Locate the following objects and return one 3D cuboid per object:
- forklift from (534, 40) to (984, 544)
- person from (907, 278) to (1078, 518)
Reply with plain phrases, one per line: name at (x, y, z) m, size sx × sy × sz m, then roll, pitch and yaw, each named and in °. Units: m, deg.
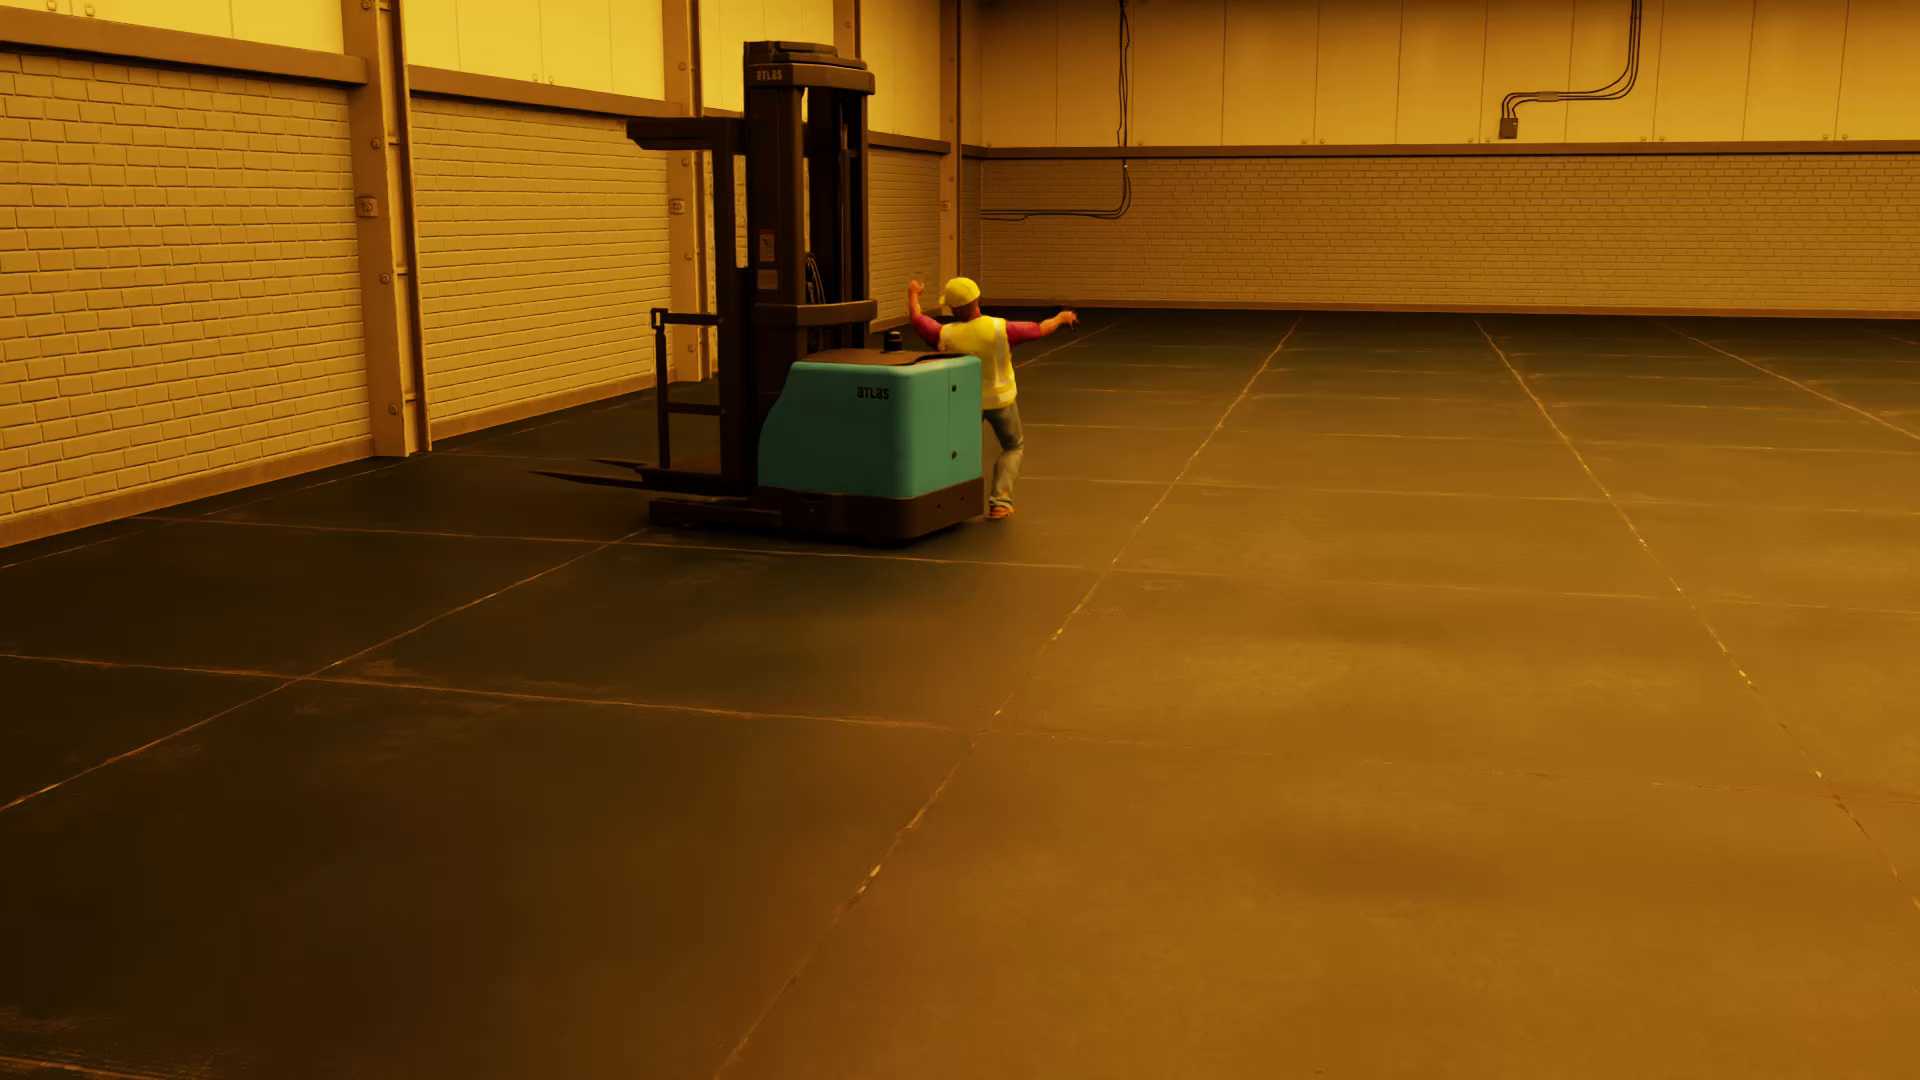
forklift at (-1.391, -1.596, 10.568) m, size 3.031 × 2.935 × 1.130 m, roll 6°, pitch 13°, yaw 28°
person at (0.191, -0.901, 10.726) m, size 1.120 × 1.582 × 0.734 m, roll 1°, pitch 11°, yaw 4°
